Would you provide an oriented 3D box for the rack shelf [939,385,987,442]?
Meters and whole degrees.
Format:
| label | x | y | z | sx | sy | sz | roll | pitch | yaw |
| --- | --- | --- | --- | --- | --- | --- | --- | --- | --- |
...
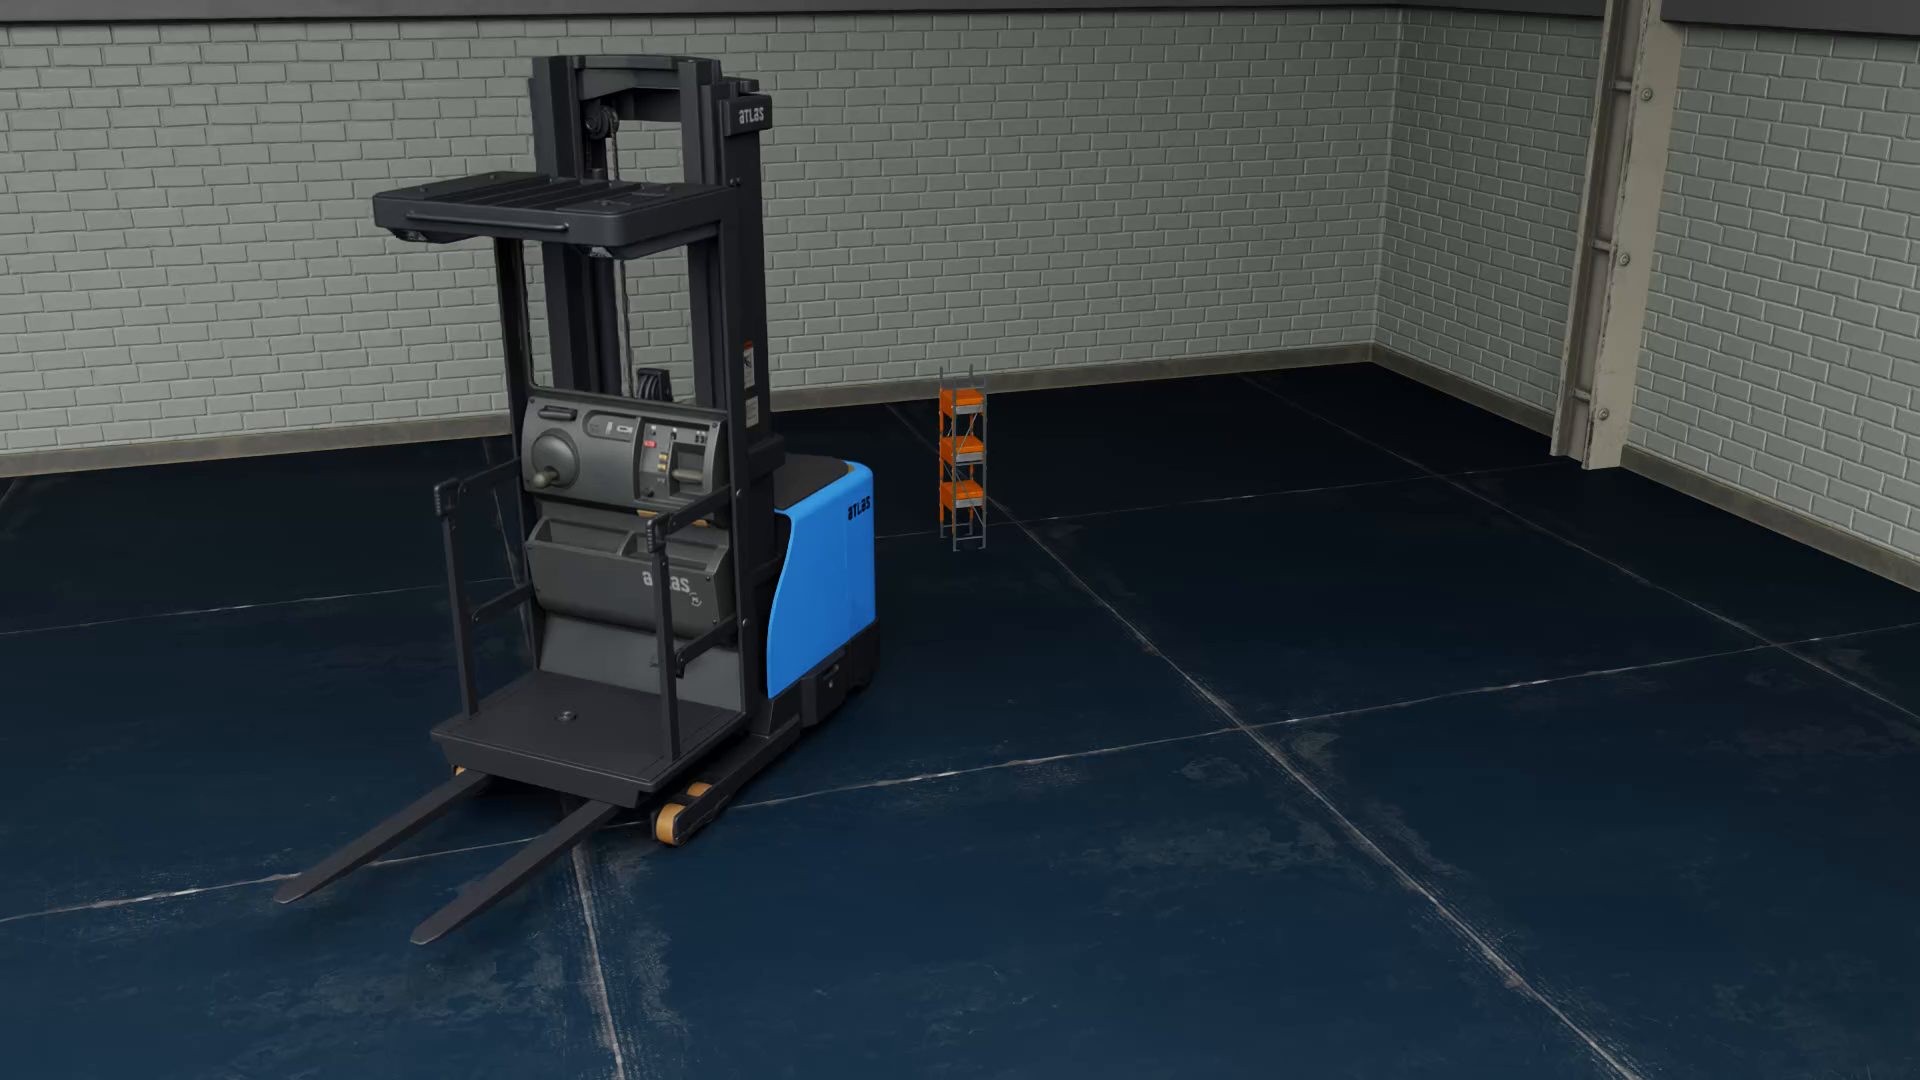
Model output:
| label | x | y | z | sx | sy | sz | roll | pitch | yaw |
| --- | --- | --- | --- | --- | --- | --- | --- | --- | --- |
| rack shelf | 0.017 | -0.734 | 9.599 | 0.215 | 0.259 | 0.240 | -6 | 21 | -17 |

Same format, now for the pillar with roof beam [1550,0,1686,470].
| label | x | y | z | sx | sy | sz | roll | pitch | yaw |
| --- | --- | --- | --- | --- | --- | --- | --- | --- | --- |
| pillar with roof beam | 0.227 | -4.332 | 8.664 | 9.100 | 9.000 | 0.400 | -6 | 21 | -17 |

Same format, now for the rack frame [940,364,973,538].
| label | x | y | z | sx | sy | sz | roll | pitch | yaw |
| --- | --- | --- | --- | --- | --- | --- | --- | --- | --- |
| rack frame | -0.022 | -0.516 | 9.800 | 0.200 | 1.050 | 0.008 | -6 | 21 | -17 |

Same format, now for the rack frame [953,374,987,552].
| label | x | y | z | sx | sy | sz | roll | pitch | yaw |
| --- | --- | --- | --- | --- | --- | --- | --- | --- | --- |
| rack frame | 0.055 | -0.438 | 9.582 | 0.200 | 1.050 | 0.008 | -6 | 21 | -17 |

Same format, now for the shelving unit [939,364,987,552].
| label | x | y | z | sx | sy | sz | roll | pitch | yaw |
| --- | --- | --- | --- | --- | --- | --- | --- | --- | --- |
| shelving unit | 0.017 | -0.477 | 9.691 | 0.215 | 1.050 | 0.252 | -6 | 21 | -17 |

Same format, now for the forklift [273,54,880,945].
| label | x | y | z | sx | sy | sz | roll | pitch | yaw |
| --- | --- | --- | --- | --- | --- | --- | --- | --- | --- |
| forklift | -1.459 | -0.339 | 6.525 | 1.130 | 2.935 | 3.031 | 9 | 22 | 23 |

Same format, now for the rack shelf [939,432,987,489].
| label | x | y | z | sx | sy | sz | roll | pitch | yaw |
| --- | --- | --- | --- | --- | --- | --- | --- | --- | --- |
| rack shelf | 0.017 | -0.467 | 9.695 | 0.215 | 0.259 | 0.240 | -6 | 21 | -17 |

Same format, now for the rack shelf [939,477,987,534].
| label | x | y | z | sx | sy | sz | roll | pitch | yaw |
| --- | --- | --- | --- | --- | --- | --- | --- | --- | --- |
| rack shelf | 0.017 | -0.205 | 9.789 | 0.215 | 0.259 | 0.240 | -6 | 21 | -17 |
